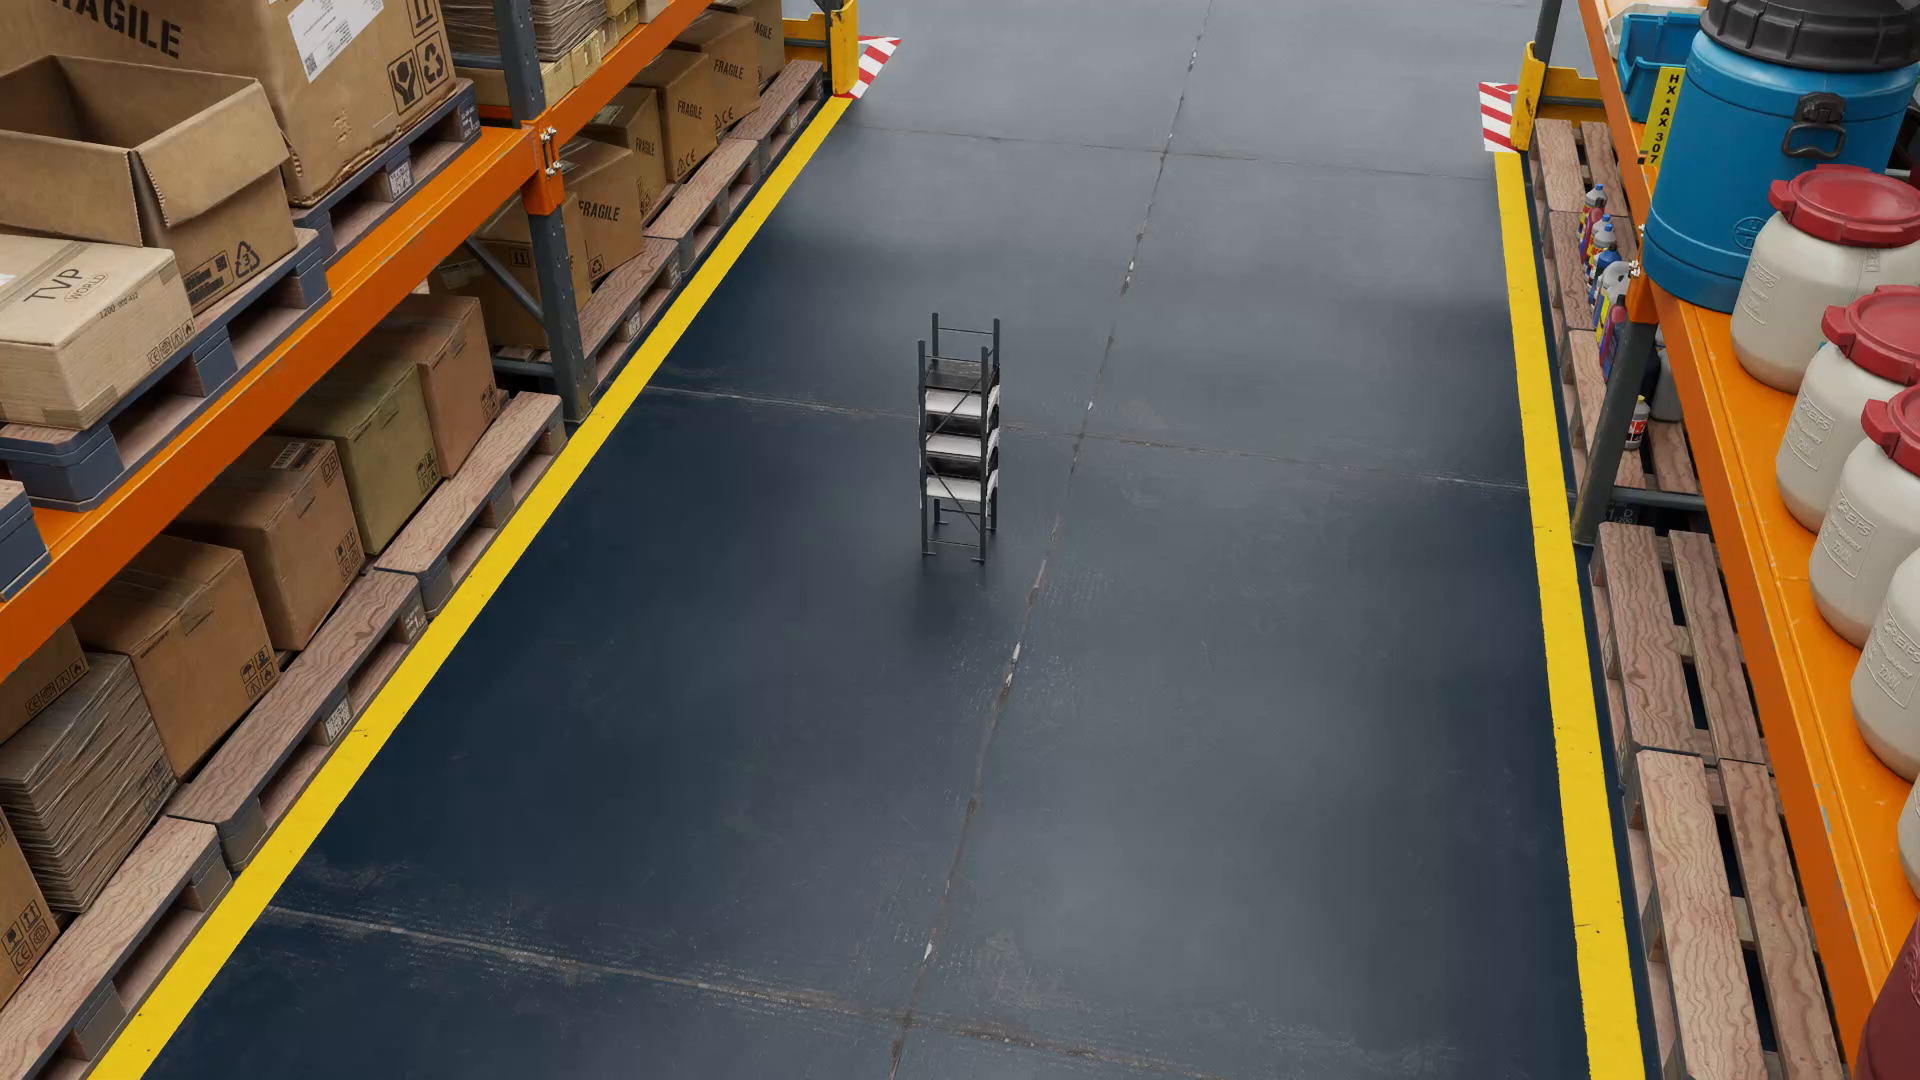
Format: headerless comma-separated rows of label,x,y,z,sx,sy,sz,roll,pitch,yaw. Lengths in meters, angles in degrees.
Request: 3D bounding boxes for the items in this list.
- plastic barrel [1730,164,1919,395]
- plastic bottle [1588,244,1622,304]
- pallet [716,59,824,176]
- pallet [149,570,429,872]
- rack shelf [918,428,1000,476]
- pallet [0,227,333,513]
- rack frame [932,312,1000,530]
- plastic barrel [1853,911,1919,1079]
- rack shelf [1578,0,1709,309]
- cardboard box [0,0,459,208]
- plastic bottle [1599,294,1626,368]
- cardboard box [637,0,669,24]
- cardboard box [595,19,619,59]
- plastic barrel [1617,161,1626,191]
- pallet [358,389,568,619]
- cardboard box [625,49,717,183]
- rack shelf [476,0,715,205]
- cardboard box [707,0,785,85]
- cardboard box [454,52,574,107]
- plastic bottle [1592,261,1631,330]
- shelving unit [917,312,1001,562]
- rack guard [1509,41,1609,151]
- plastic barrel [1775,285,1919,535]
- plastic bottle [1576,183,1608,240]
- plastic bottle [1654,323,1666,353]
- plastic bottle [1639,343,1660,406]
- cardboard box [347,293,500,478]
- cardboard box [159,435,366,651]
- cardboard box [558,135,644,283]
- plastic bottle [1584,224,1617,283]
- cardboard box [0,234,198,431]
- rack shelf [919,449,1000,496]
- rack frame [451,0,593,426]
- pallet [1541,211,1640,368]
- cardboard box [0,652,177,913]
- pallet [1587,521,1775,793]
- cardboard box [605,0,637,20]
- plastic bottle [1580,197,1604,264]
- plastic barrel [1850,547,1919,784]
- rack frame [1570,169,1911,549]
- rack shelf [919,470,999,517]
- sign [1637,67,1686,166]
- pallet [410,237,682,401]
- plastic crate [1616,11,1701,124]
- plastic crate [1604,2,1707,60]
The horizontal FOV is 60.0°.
plastic barrel,2.373,-0.699,4.542,0.433,0.535,0.433,0,36,0
plastic bottle,2.816,-1.161,7.246,0.097,0.271,0.097,0,36,0
pallet,-1.417,-2.445,9.443,1.003,0.211,1.213,7,37,10
pallet,-2.470,0.492,5.392,1.003,0.211,1.213,7,37,10
rack shelf,-0.002,-0.333,5.999,0.258,0.077,0.200,7,37,10
pallet,-2.519,-0.555,4.623,1.003,0.211,1.213,7,37,10
rack frame,0.020,-0.418,6.060,0.240,0.900,0.006,7,37,10
plastic barrel,1.740,0.769,2.516,0.600,0.536,0.708,7,37,10
rack shelf,3.219,-2.020,7.094,1.077,0.370,4.000,7,37,10
cardboard box,-2.353,-1.760,5.254,1.000,1.000,1.000,8,37,10
plastic bottle,2.683,-0.857,6.816,0.061,0.283,0.133,10,37,13
cardboard box,-1.477,-2.340,7.137,0.380,0.149,0.250,7,37,10
cardboard box,-1.615,-2.058,6.747,0.380,0.149,0.250,7,37,10
plastic barrel,3.473,-1.946,8.141,0.421,0.512,0.421,0,36,0
pallet,-2.212,-0.210,6.360,1.003,0.211,1.213,7,37,10
cardboard box,-1.589,-2.177,8.470,0.500,0.500,0.500,11,37,14
rack shelf,-1.620,-2.641,7.951,1.077,0.370,4.000,7,37,10
cardboard box,-1.342,-2.881,9.441,0.500,0.500,0.500,14,38,19
cardboard box,-1.707,-1.769,6.349,0.380,0.149,0.250,7,37,10
plastic bottle,2.796,-1.033,7.065,0.152,0.276,0.135,8,37,11
shelving unit,-0.002,-0.360,5.980,0.258,0.900,0.210,7,37,10
rack guard,3.676,-2.396,9.130,1.175,0.500,0.348,7,37,10
plastic barrel,2.216,-0.278,3.962,0.433,0.535,0.433,0,36,0
plastic bottle,2.954,-1.531,7.756,0.097,0.271,0.097,0,36,0
plastic bottle,2.839,-0.751,6.676,0.152,0.276,0.135,7,37,10
plastic bottle,2.648,-0.676,6.508,0.144,0.351,0.185,6,36,9
cardboard box,-2.199,-0.602,6.280,0.700,0.500,0.500,5,36,6
cardboard box,-2.439,-0.010,5.463,0.700,0.500,0.500,4,36,6
cardboard box,-1.808,-1.497,7.532,0.500,0.500,0.500,19,40,24
plastic bottle,2.860,-1.277,7.406,0.097,0.271,0.097,0,36,0
cardboard box,-2.319,-0.534,4.200,0.500,0.250,0.500,6,36,9
rack shelf,-0.002,-0.260,6.052,0.258,0.077,0.200,7,37,10
rack frame,-2.047,-1.785,6.157,1.000,3.000,0.127,7,37,10
pallet,3.234,-1.117,7.611,1.003,0.211,1.213,7,37,10
cardboard box,-2.672,0.635,4.572,0.700,0.500,0.500,4,36,6
pallet,2.662,0.420,5.491,1.003,0.211,1.213,7,37,10
cardboard box,-1.749,-2.479,6.776,0.875,0.500,0.500,7,37,10
plastic bottle,2.888,-1.408,7.577,0.061,0.283,0.133,8,37,11
plastic barrel,2.038,0.225,3.288,0.421,0.512,0.421,0,36,0
rack frame,2.792,-1.165,5.301,1.000,3.000,0.127,7,37,10
rack shelf,-0.002,-0.187,6.105,0.258,0.077,0.200,7,37,10
sign,2.257,-1.352,5.324,0.100,0.325,0.005,7,37,10
pallet,-1.938,-1.046,7.513,1.003,0.211,1.213,7,37,10
plastic crate,2.763,-1.773,6.267,0.499,0.251,0.616,7,37,10
plastic crate,2.891,-2.021,6.706,0.530,0.136,0.437,7,37,10
